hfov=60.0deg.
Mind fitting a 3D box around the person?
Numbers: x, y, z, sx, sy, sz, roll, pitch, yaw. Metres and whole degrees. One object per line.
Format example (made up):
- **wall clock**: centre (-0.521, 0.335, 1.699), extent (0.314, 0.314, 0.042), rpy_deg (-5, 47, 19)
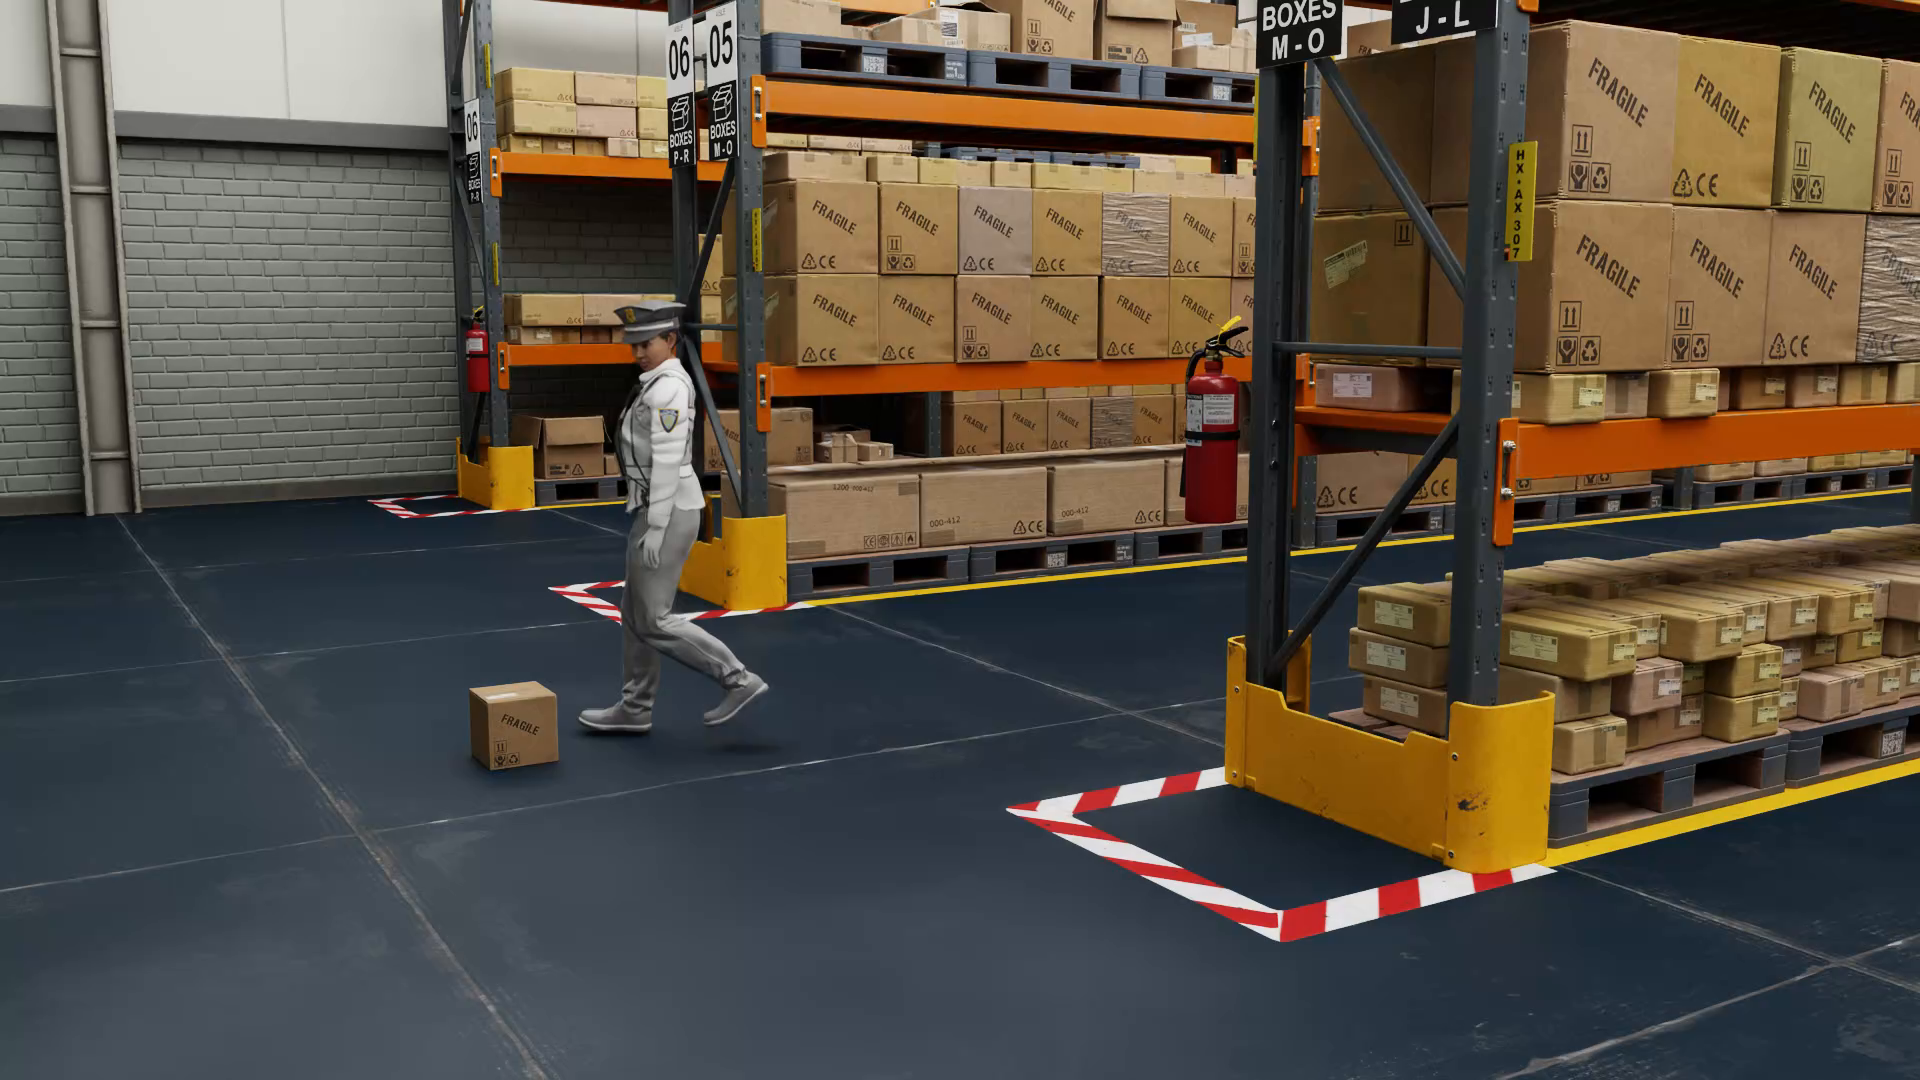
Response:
- **person**: centre (-1.096, -0.070, 6.222), extent (0.734, 1.643, 0.522), rpy_deg (-1, 8, -6)
